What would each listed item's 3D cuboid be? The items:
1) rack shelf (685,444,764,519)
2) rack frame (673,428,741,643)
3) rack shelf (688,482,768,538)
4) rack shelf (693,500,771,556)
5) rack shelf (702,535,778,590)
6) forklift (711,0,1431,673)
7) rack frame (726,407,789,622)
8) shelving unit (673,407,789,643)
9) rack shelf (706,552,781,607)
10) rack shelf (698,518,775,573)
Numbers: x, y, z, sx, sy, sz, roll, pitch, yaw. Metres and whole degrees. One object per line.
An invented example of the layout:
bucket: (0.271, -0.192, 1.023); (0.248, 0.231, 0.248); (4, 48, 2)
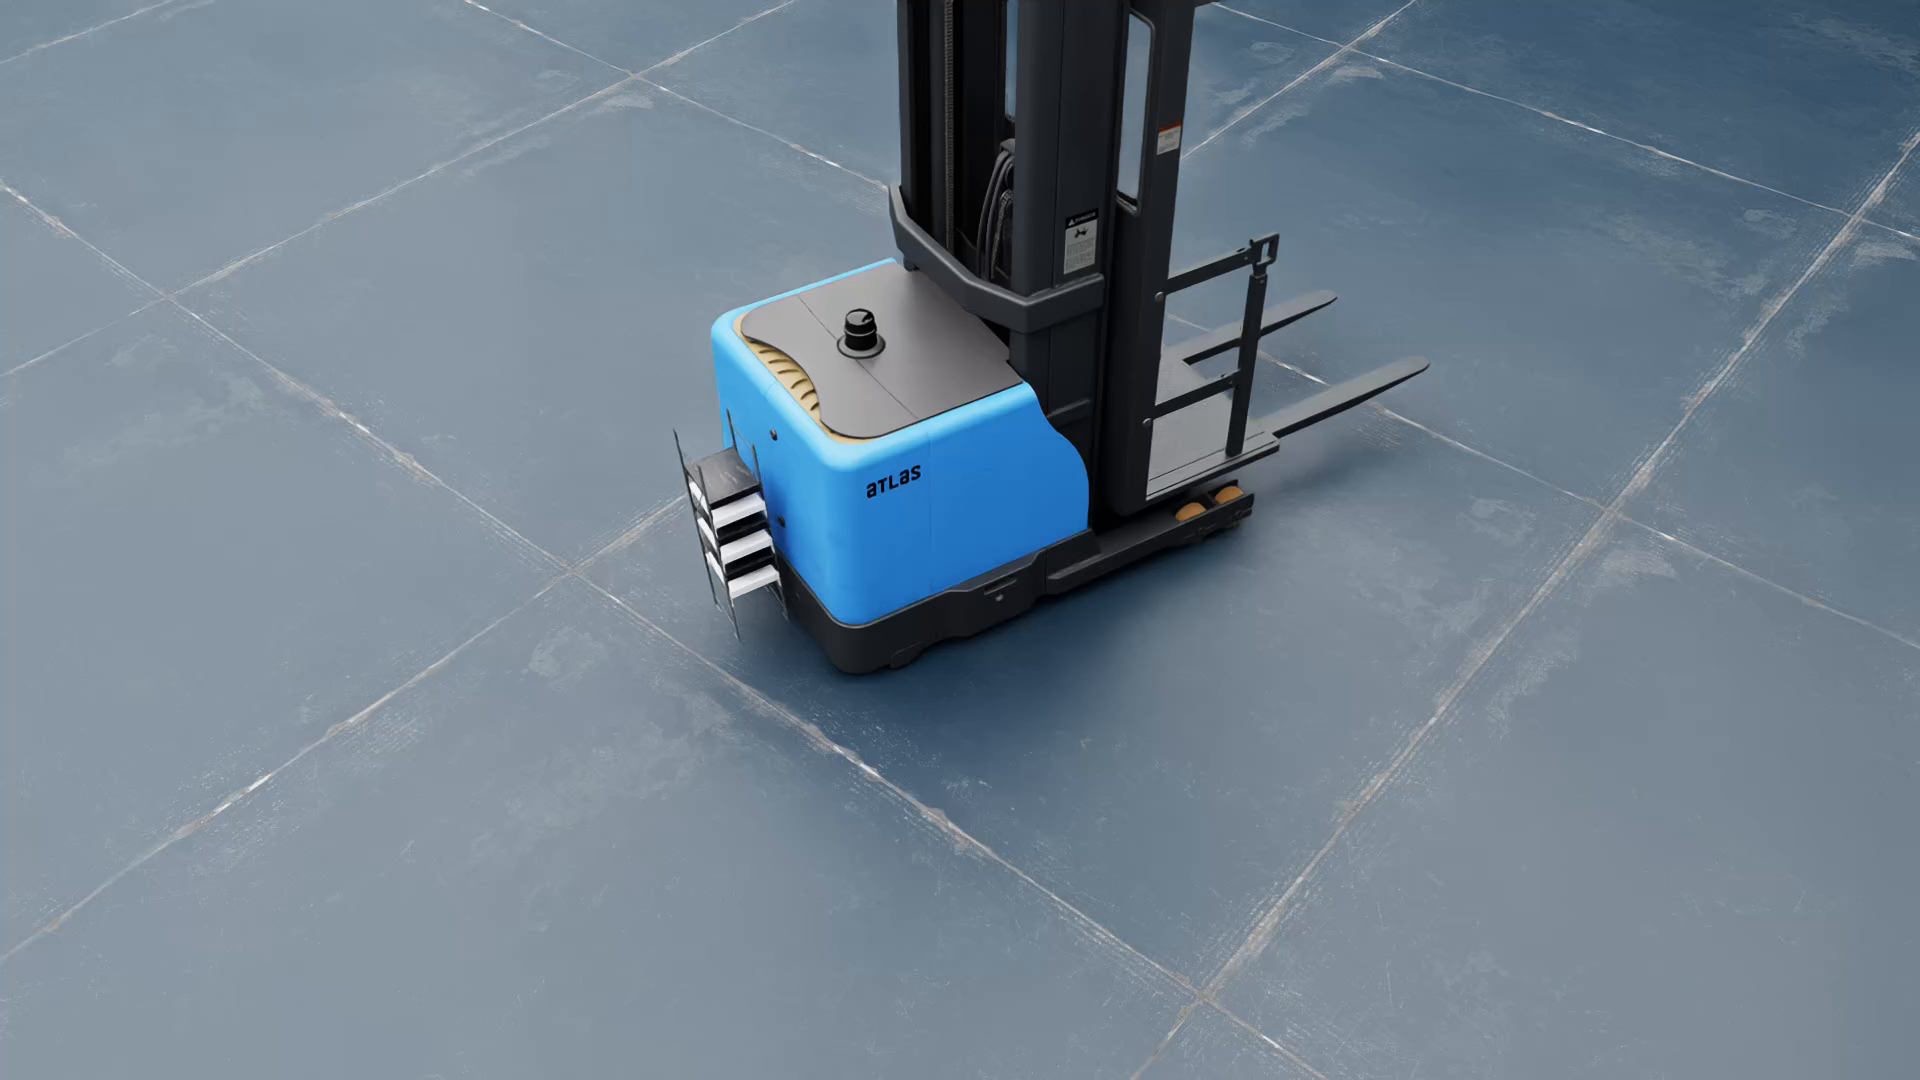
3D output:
rack shelf: (-0.848, -0.210, 5.951); (0.200, 0.077, 0.258); (-24, 47, -18)
rack frame: (-0.922, -0.002, 6.084); (0.006, 0.900, 0.240); (-24, 47, -18)
rack shelf: (-0.842, -0.145, 6.013); (0.200, 0.077, 0.258); (-24, 47, -18)
rack shelf: (-0.837, -0.081, 6.076); (0.200, 0.077, 0.258); (-24, 47, -18)
rack shelf: (-0.826, 0.048, 6.201); (0.200, 0.077, 0.258); (-24, 47, -18)
forklift: (0.600, -1.350, 6.056); (3.031, 2.935, 1.130); (-23, 47, -23)
rack frame: (-0.745, -0.079, 6.147); (0.006, 0.900, 0.240); (-24, 47, -18)
shelving unit: (-0.833, -0.040, 6.116); (0.210, 0.900, 0.258); (-24, 47, -18)
rack shelf: (-0.820, 0.112, 6.264); (0.200, 0.077, 0.258); (-24, 47, -18)
rack shelf: (-0.831, -0.017, 6.139); (0.200, 0.077, 0.258); (-24, 47, -18)
